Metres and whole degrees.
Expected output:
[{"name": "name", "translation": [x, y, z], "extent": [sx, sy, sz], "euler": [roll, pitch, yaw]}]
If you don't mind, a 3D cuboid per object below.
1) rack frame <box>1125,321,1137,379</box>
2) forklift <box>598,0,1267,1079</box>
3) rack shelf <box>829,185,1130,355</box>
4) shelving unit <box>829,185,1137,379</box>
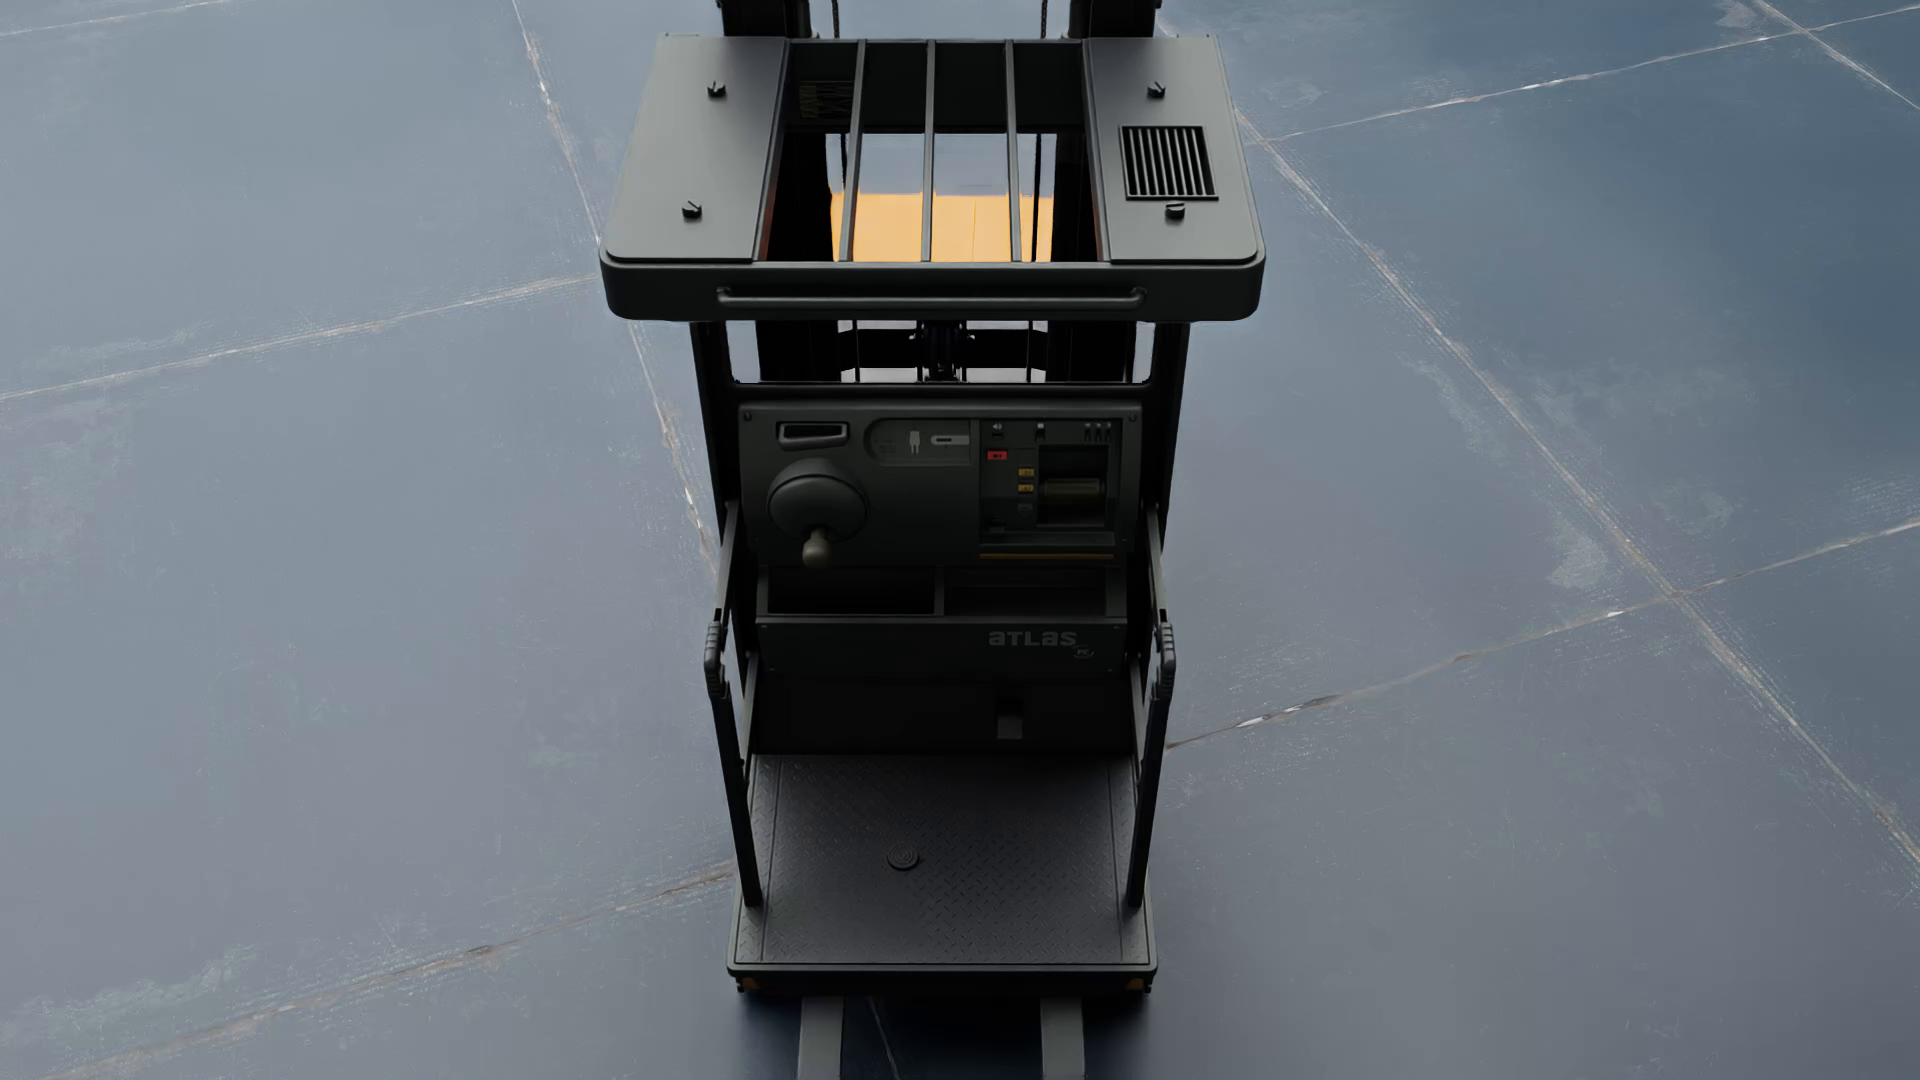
[{"name": "rack frame", "translation": [0.552, -0.667, 5.621], "extent": [0.032, 1.125, 0.500], "euler": [2, 45, 2]}, {"name": "forklift", "translation": [-0.044, -0.039, 3.720], "extent": [1.130, 2.935, 3.031], "euler": [0, 45, 0]}, {"name": "rack shelf", "translation": [0.044, -0.887, 5.427], "extent": [1.000, 0.278, 0.538], "euler": [2, 45, 2]}, {"name": "shelving unit", "translation": [0.044, -0.680, 5.634], "extent": [1.048, 1.125, 0.538], "euler": [2, 45, 2]}]
